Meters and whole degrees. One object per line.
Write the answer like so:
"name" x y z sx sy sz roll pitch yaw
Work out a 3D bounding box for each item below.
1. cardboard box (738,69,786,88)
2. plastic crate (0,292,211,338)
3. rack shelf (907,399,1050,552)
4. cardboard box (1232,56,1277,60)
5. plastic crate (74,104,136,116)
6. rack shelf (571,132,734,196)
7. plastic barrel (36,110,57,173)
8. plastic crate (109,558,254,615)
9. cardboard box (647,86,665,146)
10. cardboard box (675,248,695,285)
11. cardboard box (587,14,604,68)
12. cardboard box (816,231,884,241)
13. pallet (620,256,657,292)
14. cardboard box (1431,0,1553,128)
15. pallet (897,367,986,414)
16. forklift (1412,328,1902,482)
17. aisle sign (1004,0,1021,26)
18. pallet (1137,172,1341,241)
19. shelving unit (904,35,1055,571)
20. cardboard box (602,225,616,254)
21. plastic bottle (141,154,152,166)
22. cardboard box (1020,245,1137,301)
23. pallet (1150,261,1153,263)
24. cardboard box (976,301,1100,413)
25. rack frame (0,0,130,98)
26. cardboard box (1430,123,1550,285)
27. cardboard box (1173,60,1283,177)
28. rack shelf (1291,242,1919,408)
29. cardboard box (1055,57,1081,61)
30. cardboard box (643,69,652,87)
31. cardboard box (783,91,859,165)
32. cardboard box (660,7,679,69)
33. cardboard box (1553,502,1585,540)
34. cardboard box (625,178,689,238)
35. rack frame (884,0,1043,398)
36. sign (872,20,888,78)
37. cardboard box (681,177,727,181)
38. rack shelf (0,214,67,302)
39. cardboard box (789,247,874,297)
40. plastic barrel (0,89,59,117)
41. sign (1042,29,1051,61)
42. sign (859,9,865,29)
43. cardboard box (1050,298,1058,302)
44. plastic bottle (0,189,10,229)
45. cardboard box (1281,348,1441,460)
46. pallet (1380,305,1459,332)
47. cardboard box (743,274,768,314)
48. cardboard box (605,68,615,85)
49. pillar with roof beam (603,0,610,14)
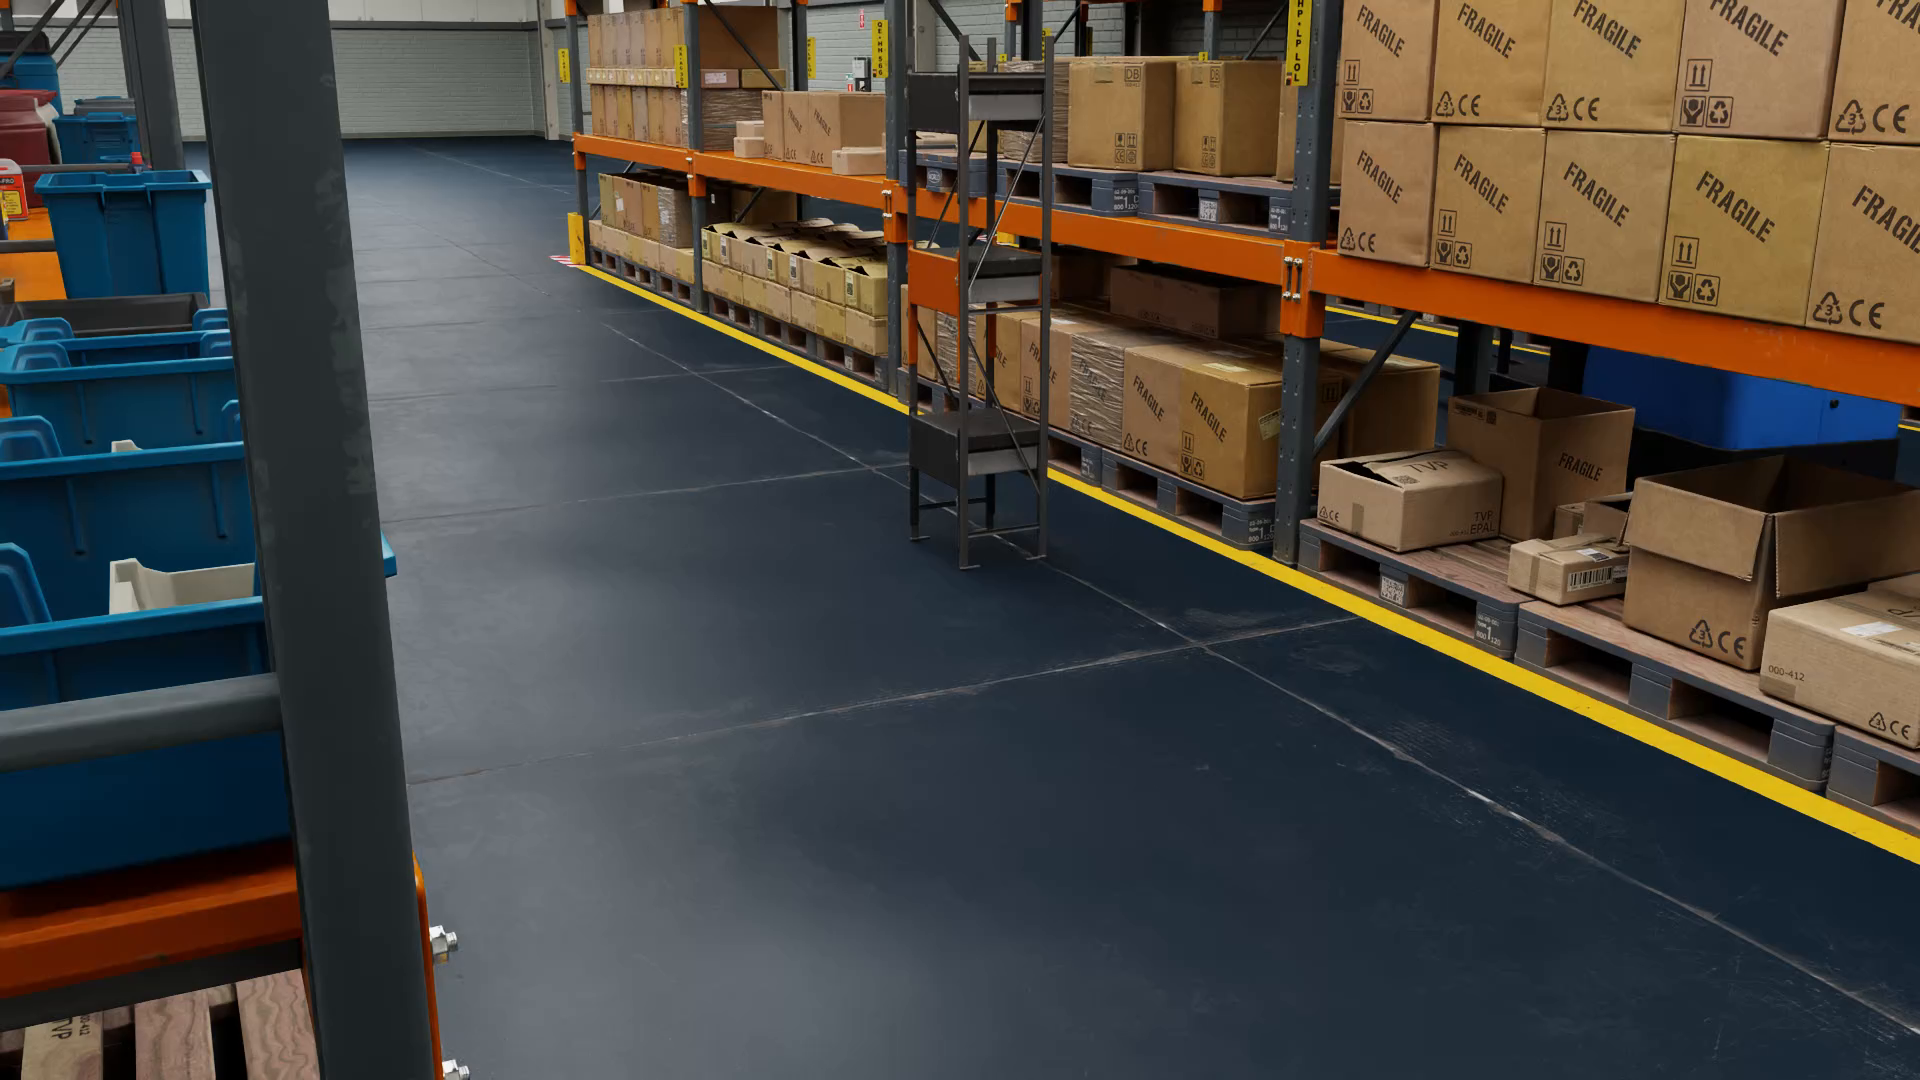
"cardboard box" -1.667 -3.836 13.824 0.380 0.149 0.250 -8 18 -25
"plastic crate" -1.941 -0.457 3.794 0.437 0.125 0.590 -8 18 -25
"rack shelf" 0.072 -0.282 7.015 0.431 0.518 0.480 -8 18 -25
"cardboard box" 2.710 -4.426 16.111 0.500 0.500 0.500 -8 18 -26
"plastic crate" -4.859 -2.265 9.591 0.402 0.464 0.583 -8 18 -25
"rack shelf" -2.600 -3.537 15.441 1.077 0.370 4.000 -8 18 -25
"plastic barrel" -5.068 -2.080 8.858 0.421 0.512 0.421 0 16 0
"plastic crate" -0.799 0.094 1.855 0.250 0.136 0.298 -8 18 -25
"cardboard box" -2.377 -3.799 14.869 0.700 0.500 0.500 -7 18 -24
"cardboard box" -2.123 -2.355 14.244 0.500 0.250 0.500 -8 18 -25
"cardboard box" -3.260 -4.920 16.423 0.700 0.500 0.500 -8 18 -25
"cardboard box" -0.838 -2.218 12.749 0.500 0.311 0.500 -8 18 -25
"pallet" -2.573 -2.551 15.759 1.003 0.211 1.213 -8 18 -25
"cardboard box" 1.961 -1.653 5.578 0.500 0.500 0.500 -8 18 -27
"pallet" 0.322 -0.865 9.881 1.003 0.211 1.213 -8 18 -25
"forklift" 3.532 -1.949 8.727 1.130 2.935 3.031 -5 17 -15
"aisle sign" 0.674 -6.209 18.736 0.394 0.787 0.004 -8 18 -25
"pallet" 1.529 -1.522 7.464 1.003 0.211 1.213 -8 18 -25
"shelving unit" 0.072 -0.968 6.818 0.431 2.100 0.503 -8 18 -25
"cardboard box" -3.219 -2.975 16.404 0.500 0.250 0.500 -8 18 -25
"plastic bottle" -3.865 -1.692 7.921 0.061 0.283 0.133 -8 18 -25
"cardboard box" 0.678 -1.548 9.582 0.500 0.250 0.500 -7 17 -23
"pallet" 1.863 -3.111 17.709 1.003 0.211 1.213 -8 18 -25
"cardboard box" 0.421 -1.003 9.042 0.500 0.500 0.500 -8 18 -26
"rack frame" -7.930 -3.781 14.987 1.000 3.000 0.127 -8 18 -25
"cardboard box" 1.987 -1.165 5.691 0.500 0.500 0.500 -7 18 -24
"cardboard box" 1.416 -1.960 7.701 0.700 0.500 0.500 -5 17 -16
"rack shelf" 2.657 -0.561 5.072 1.077 0.370 4.000 -8 18 -25
"cardboard box" 1.343 -4.869 17.654 0.500 0.500 0.500 -8 18 -27
"cardboard box" -2.590 -4.103 14.753 0.380 0.149 0.250 -7 17 -23
"cardboard box" -0.952 -2.987 12.042 0.500 0.500 0.500 -8 18 -25
"cardboard box" -2.146 -4.293 14.238 0.700 0.500 0.500 -8 18 -25
"cardboard box" 2.504 -0.051 6.362 0.380 0.149 0.250 -8 18 -25
"cardboard box" -2.786 -3.087 15.434 0.500 0.500 0.500 -8 18 -25
"rack frame" 0.029 -2.395 10.157 1.000 3.000 0.127 -8 18 -25
"sign" -0.469 -2.883 9.761 0.100 0.325 0.005 -8 18 -25
"cardboard box" -2.304 -3.152 15.659 0.500 0.500 0.500 -8 18 -25
"rack shelf" -3.549 -0.955 6.446 1.077 0.370 4.000 -8 18 -25
"cardboard box" -0.874 -1.898 11.634 0.500 0.311 0.500 -8 18 -25
"plastic barrel" -5.956 -2.590 10.593 0.433 0.535 0.433 0 16 0
"sign" 0.512 -2.981 10.245 0.100 0.325 0.005 -8 18 -25
"sign" -1.531 -8.142 25.983 0.001 0.298 0.199 -8 18 -25
"cardboard box" 0.649 -1.201 9.732 0.500 0.500 0.500 -7 17 -23
"plastic bottle" -4.220 -1.460 7.261 0.097 0.201 0.097 0 16 0
"cardboard box" 1.788 -0.562 7.506 0.500 0.500 0.500 -9 18 -27
"pallet" 4.139 -1.848 13.307 1.003 0.211 1.213 -8 18 -25
"cardboard box" -1.318 -1.882 12.594 0.500 0.250 0.500 -8 18 -27
"cardboard box" -3.163 -4.425 15.875 0.380 0.149 0.250 -8 18 -26
"pillar with roof beam" -12.324 -13.223 37.016 9.100 9.000 0.400 -8 18 -25
